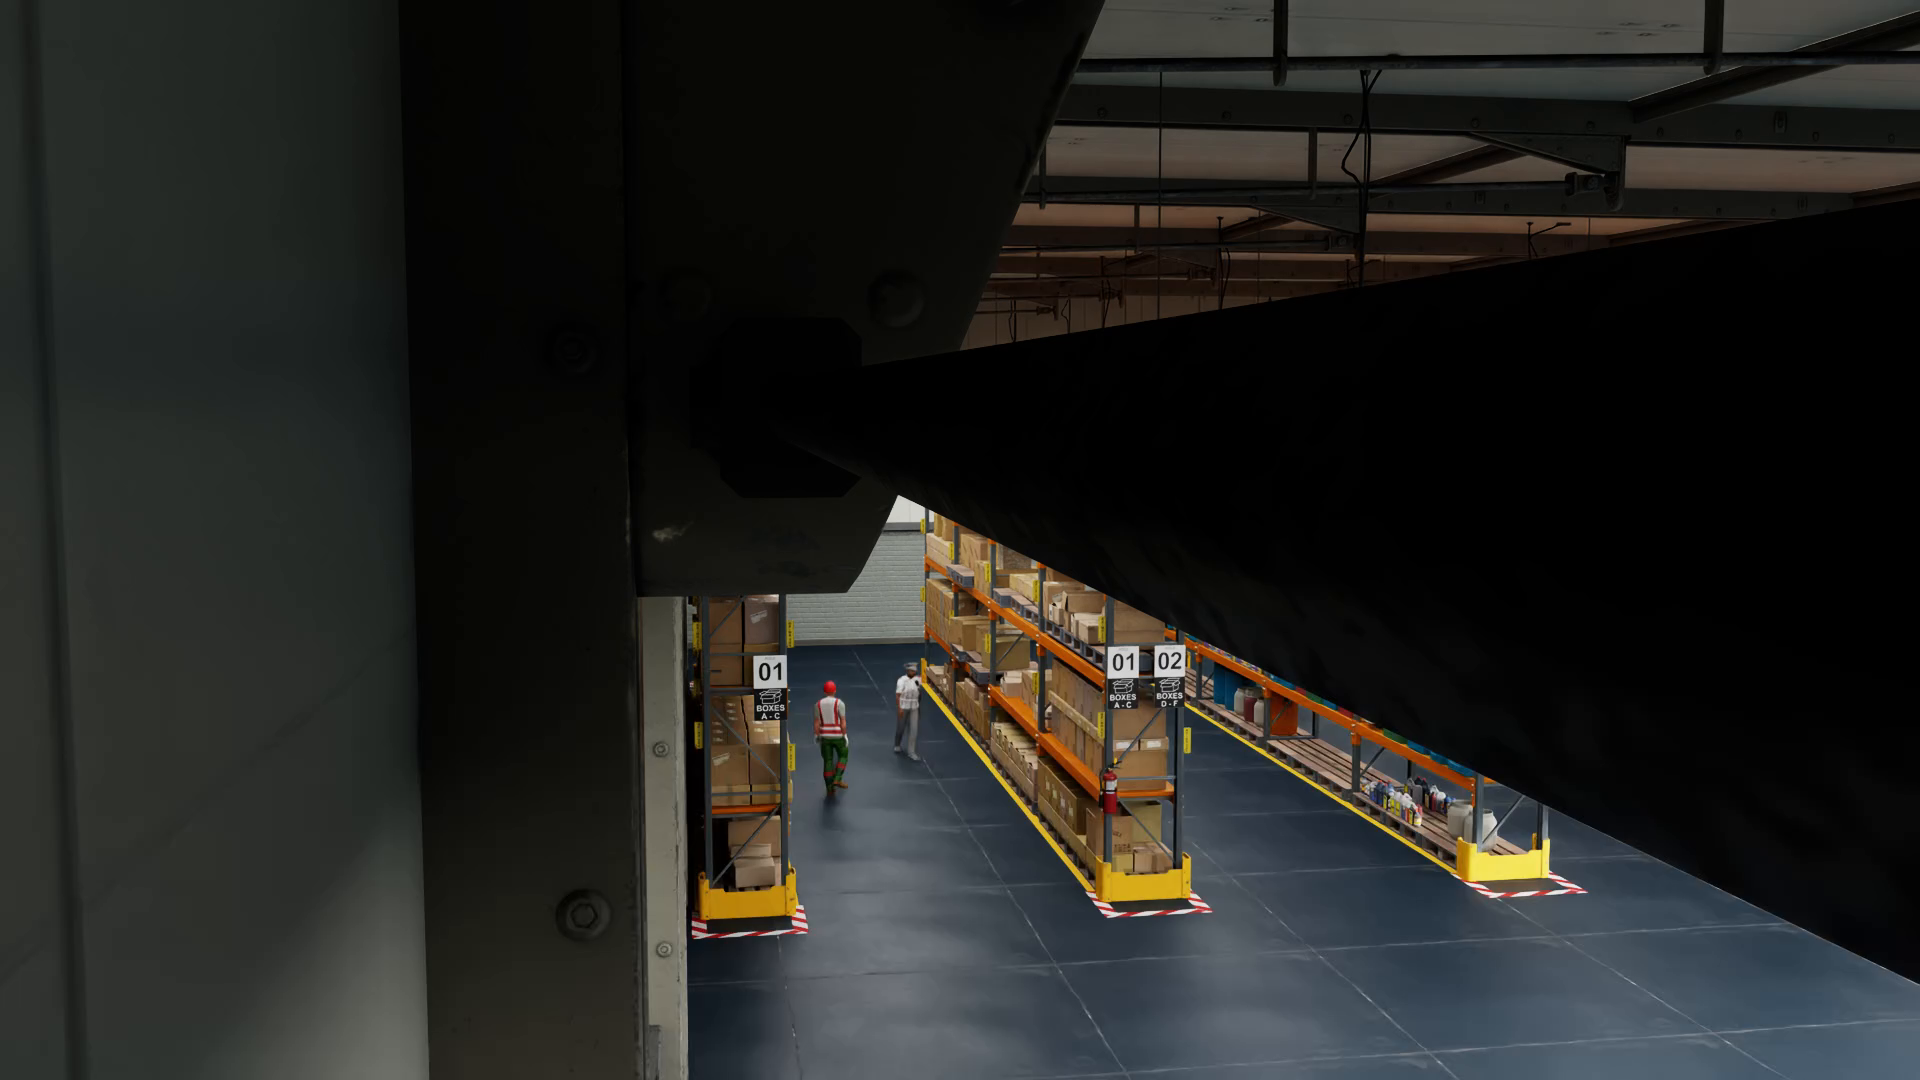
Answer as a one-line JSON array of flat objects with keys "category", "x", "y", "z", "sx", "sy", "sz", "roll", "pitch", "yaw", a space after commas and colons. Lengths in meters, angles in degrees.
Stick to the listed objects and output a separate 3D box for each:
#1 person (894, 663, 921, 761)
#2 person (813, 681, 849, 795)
[{"category": "person", "x": -0.888, "y": 2.964, "z": 29.067, "sx": 0.543, "sy": 1.658, "sz": 0.805, "roll": -3, "pitch": 6, "yaw": -30}, {"category": "person", "x": -2.038, "y": 3.123, "z": 26.290, "sx": 0.577, "sy": 1.776, "sz": 0.484, "roll": 1, "pitch": 5, "yaw": 8}]
